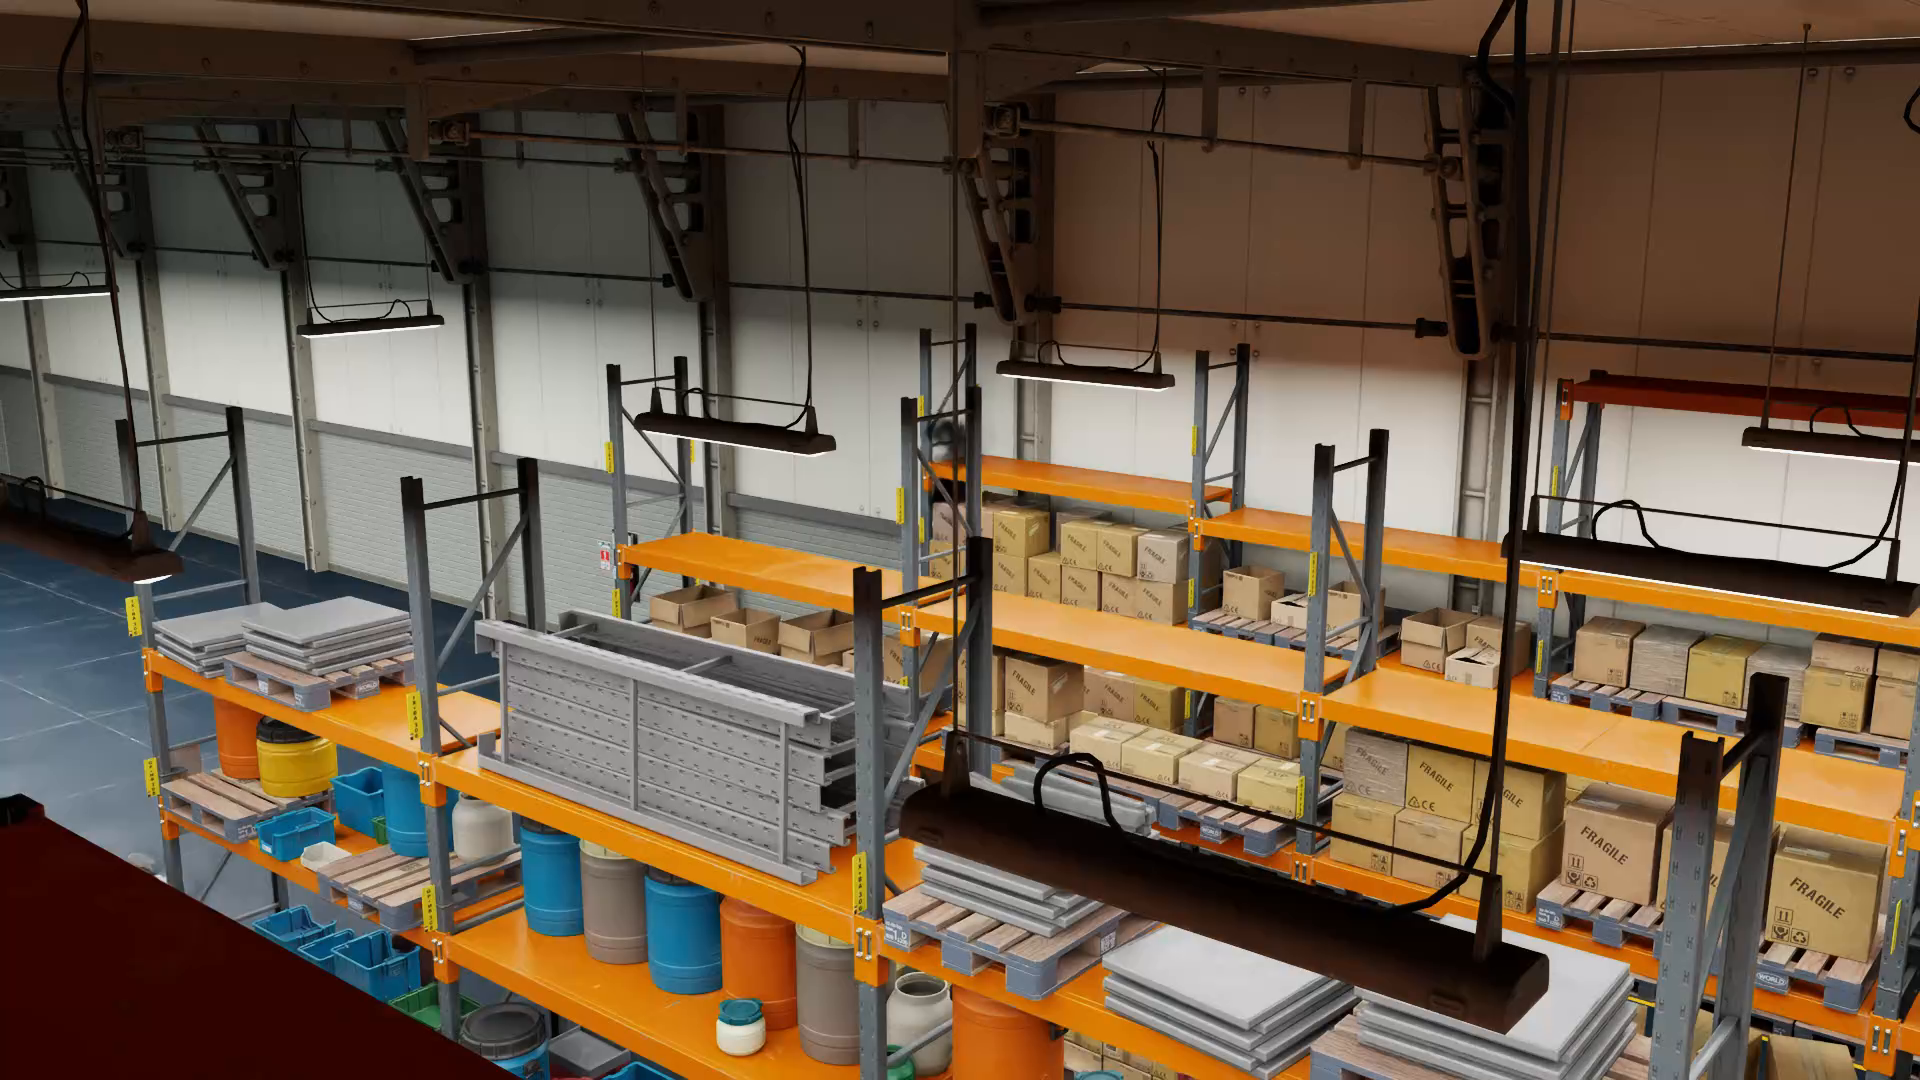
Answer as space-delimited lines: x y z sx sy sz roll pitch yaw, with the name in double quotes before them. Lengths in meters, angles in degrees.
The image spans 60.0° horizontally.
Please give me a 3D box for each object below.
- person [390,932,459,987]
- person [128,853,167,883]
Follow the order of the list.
"person" -4.980 3.829 15.336 0.615 1.729 0.694 8 15 32
"person" -7.661 3.777 15.760 0.726 1.748 0.608 -4 13 -17
